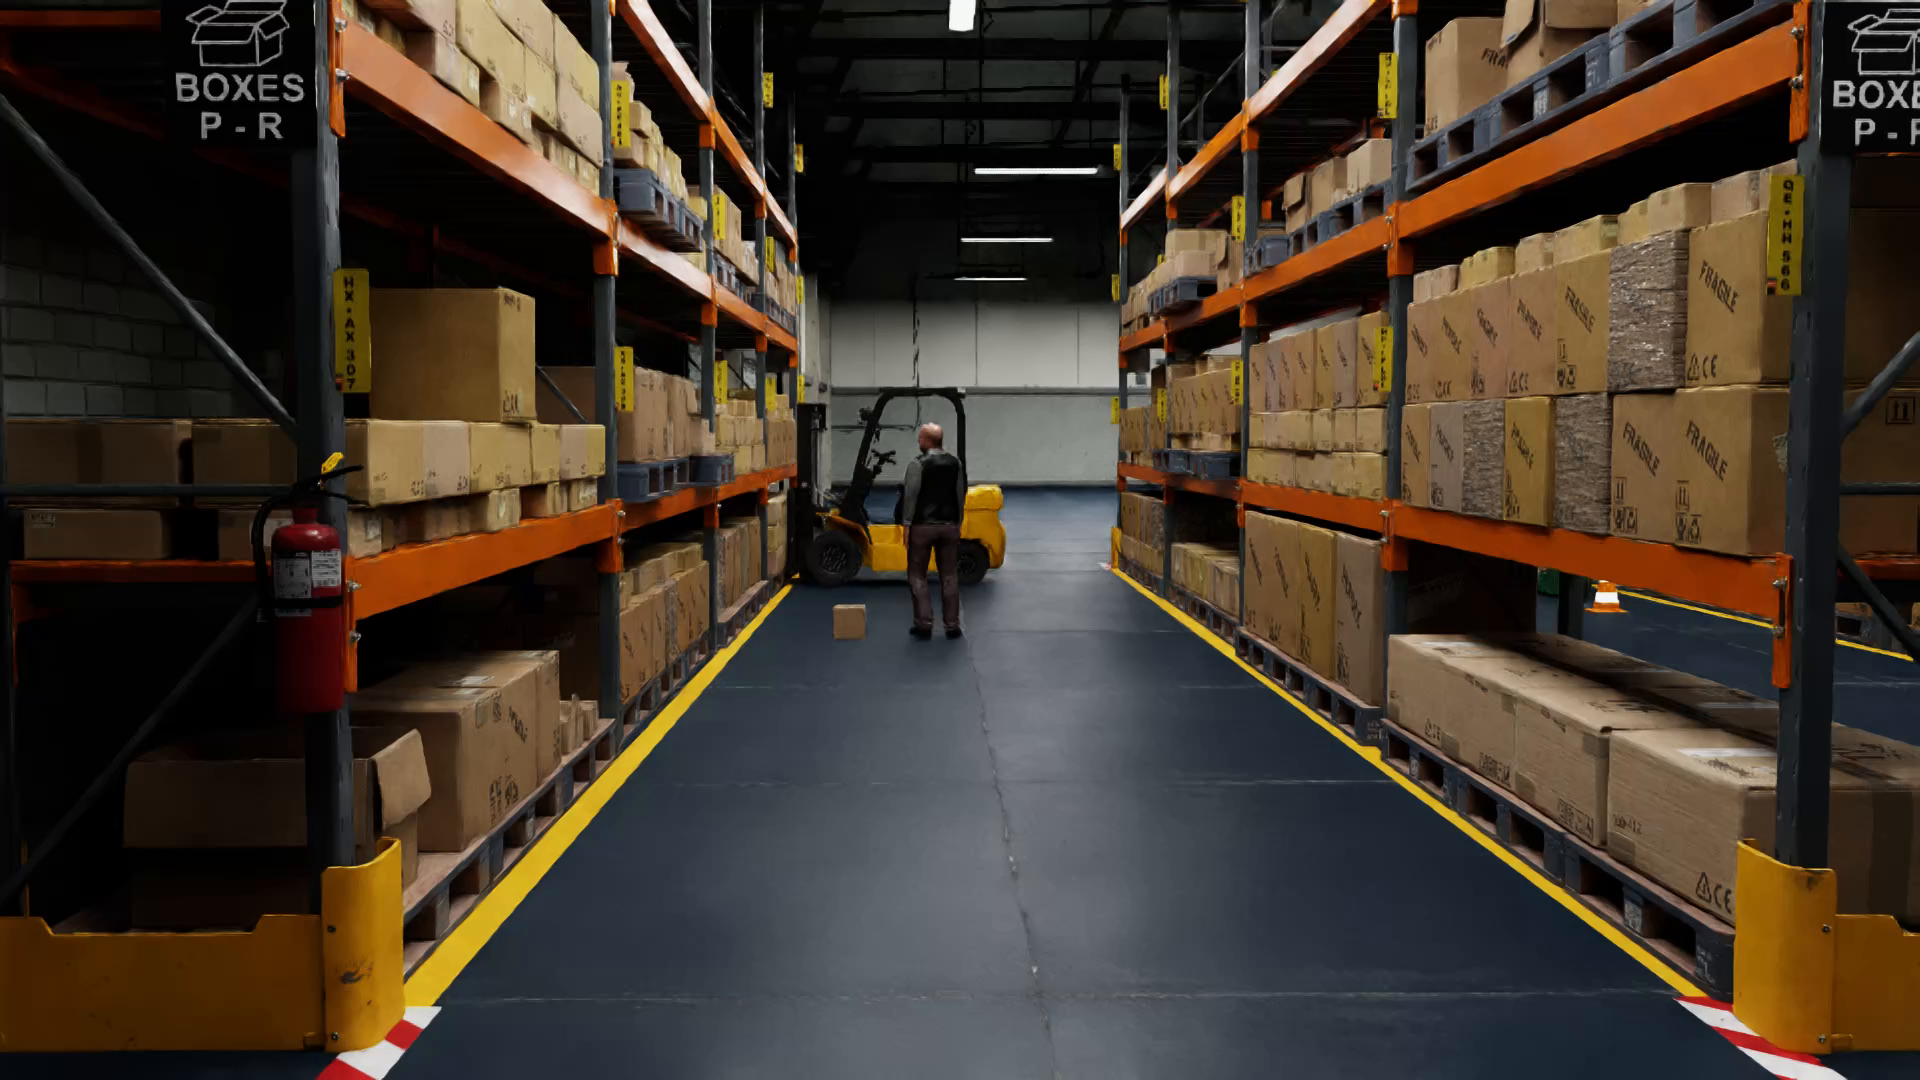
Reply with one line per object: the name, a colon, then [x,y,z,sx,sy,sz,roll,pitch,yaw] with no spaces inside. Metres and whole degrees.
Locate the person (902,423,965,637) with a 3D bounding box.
person: [-0.217,-0.080,13.420,0.555,1.723,0.362,-2,4,-27]
